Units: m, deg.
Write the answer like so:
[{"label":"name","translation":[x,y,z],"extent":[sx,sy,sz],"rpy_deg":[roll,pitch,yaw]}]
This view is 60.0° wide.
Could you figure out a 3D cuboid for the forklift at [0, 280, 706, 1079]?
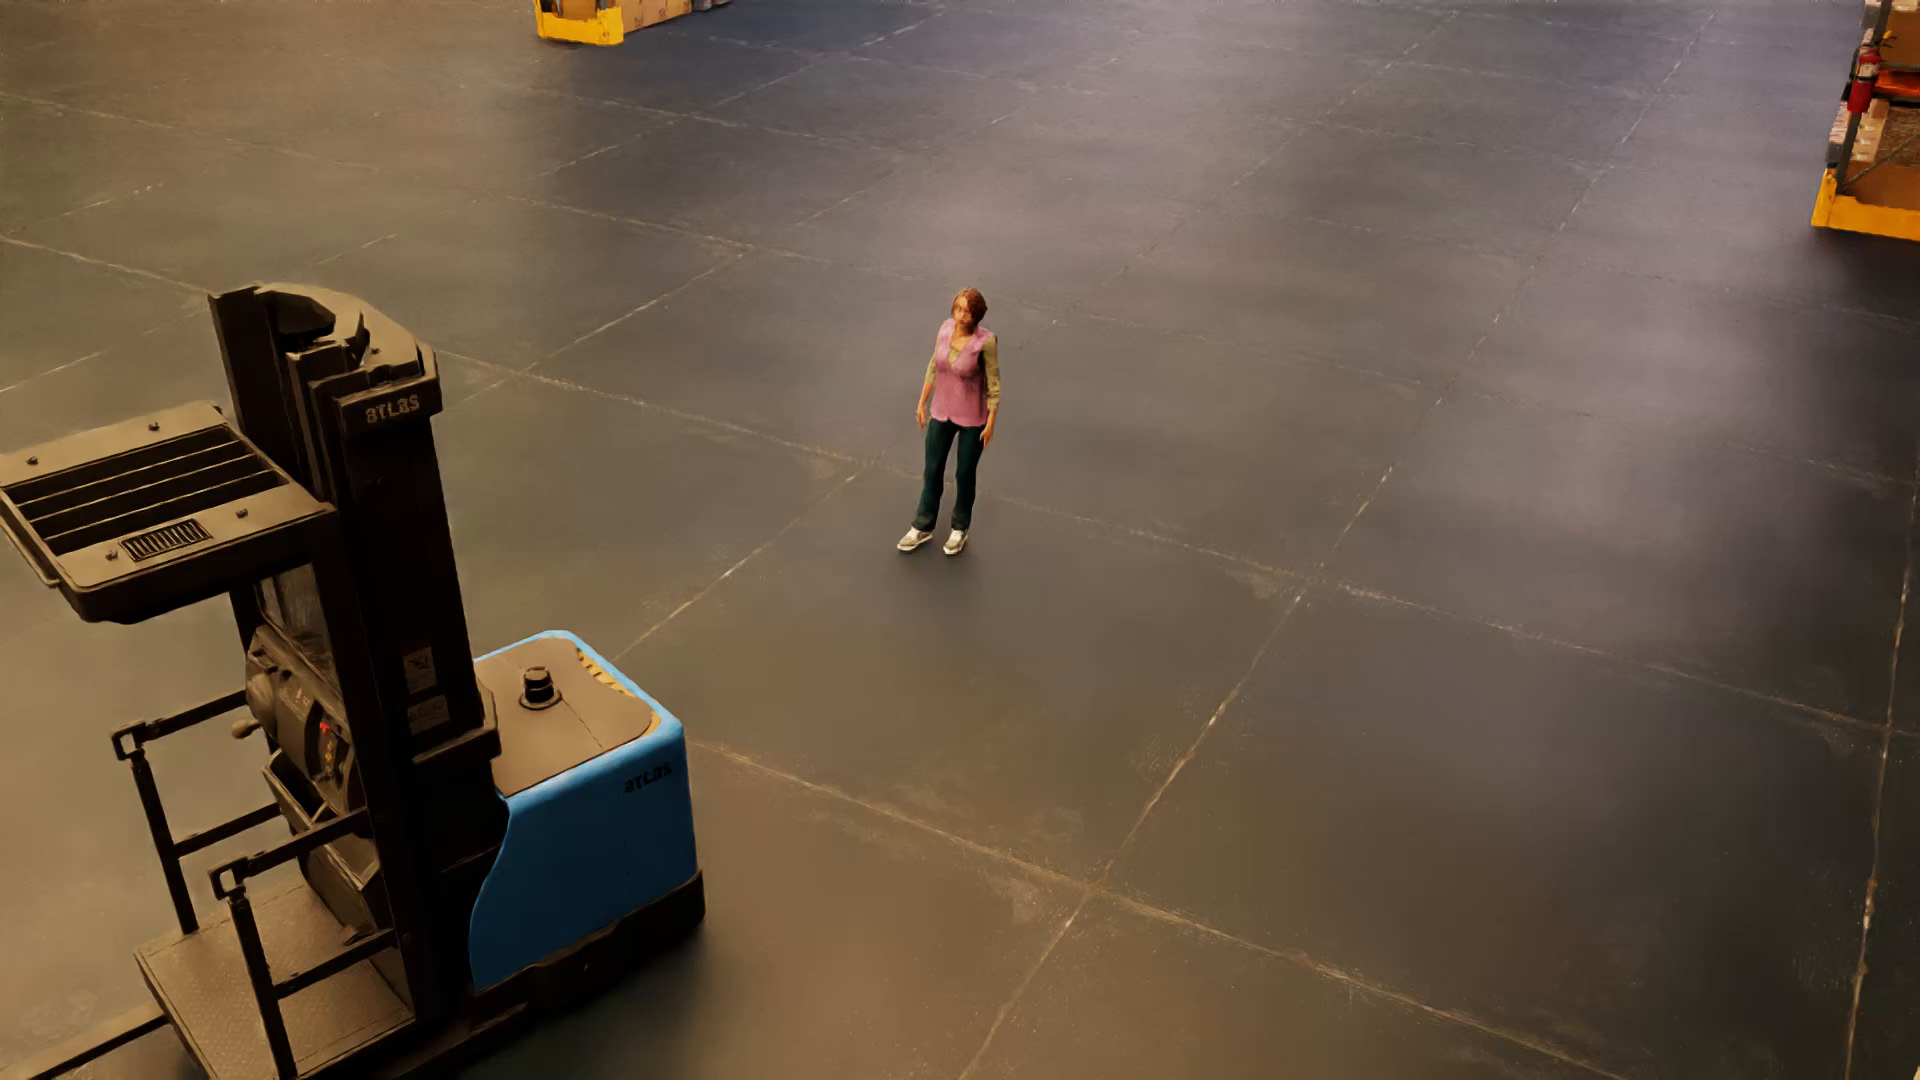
[{"label":"forklift","translation":[-2.530,0.690,5.876],"extent":[3.031,2.935,1.130],"rpy_deg":[-24,37,-35]}]

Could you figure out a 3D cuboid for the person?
[{"label":"person","translation":[-0.048,-0.669,9.550],"extent":[0.520,1.597,0.474],"rpy_deg":[15,33,25]}]
